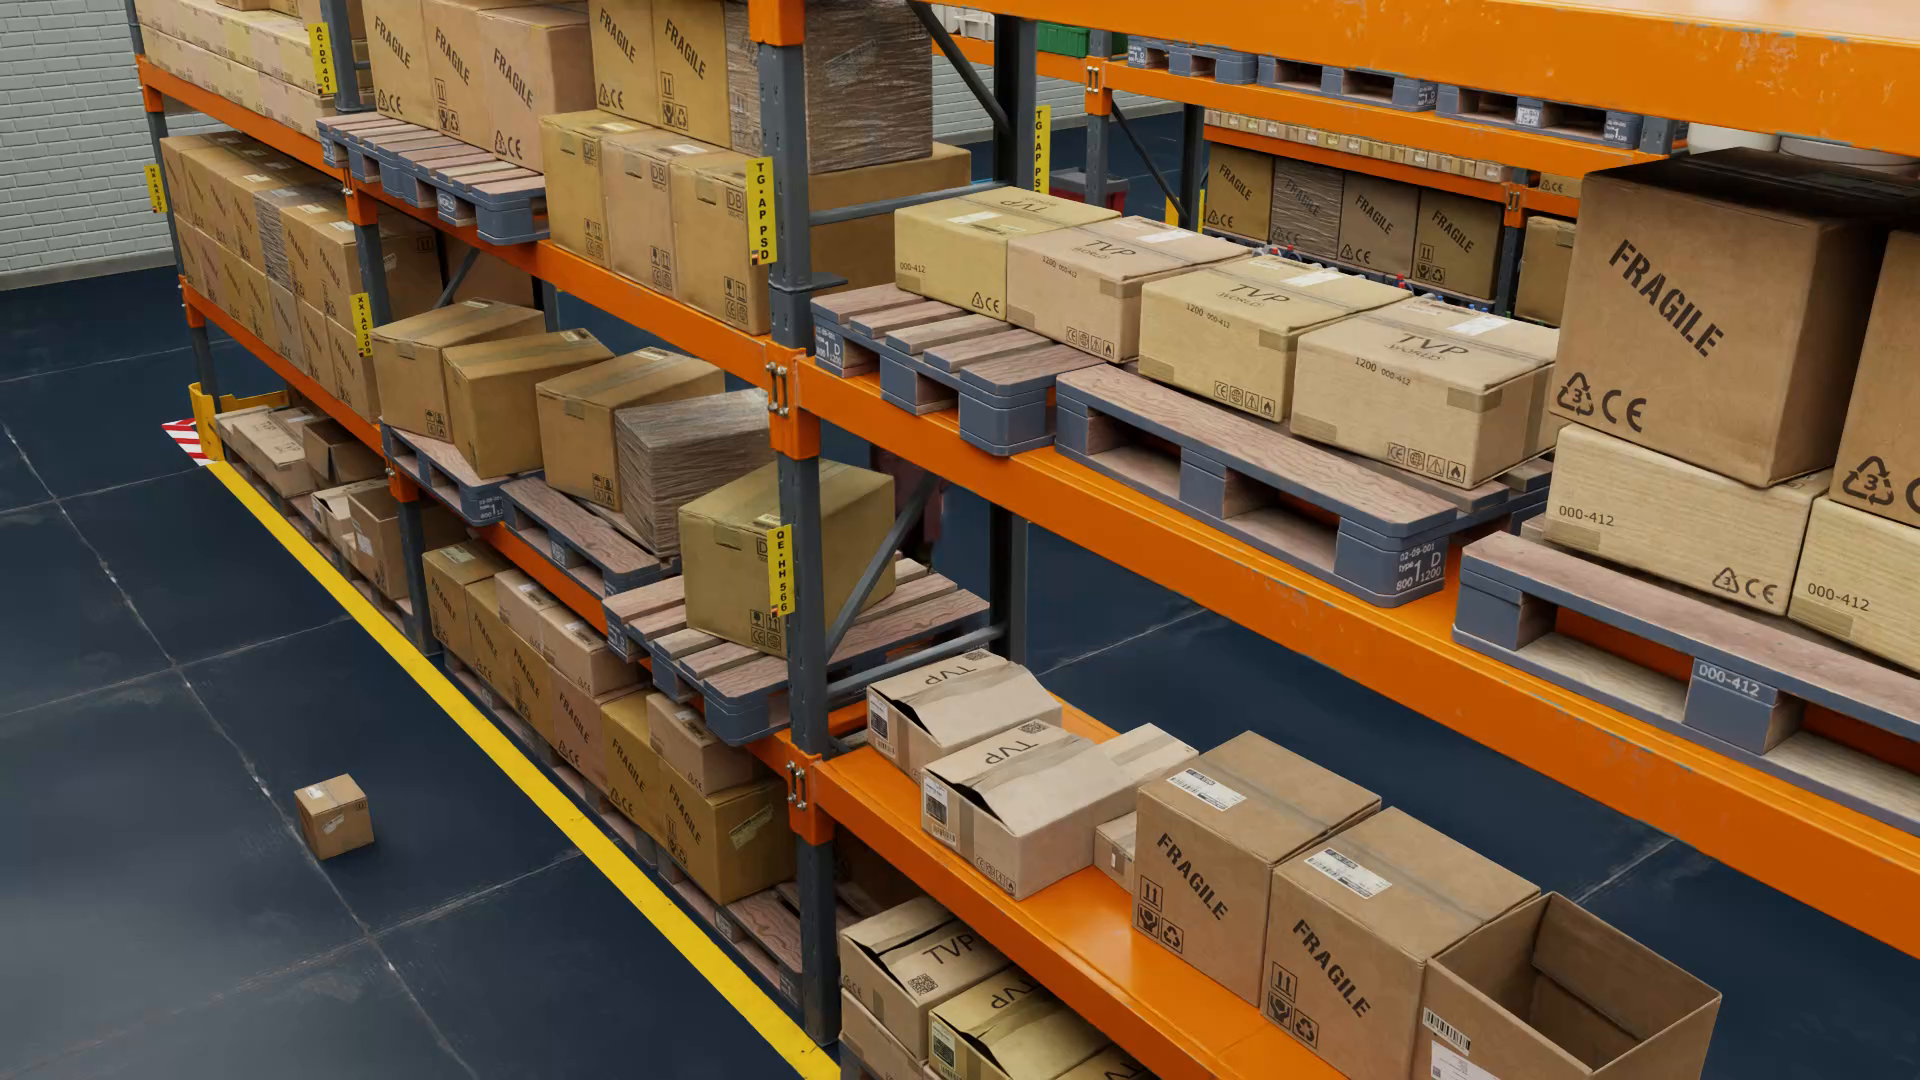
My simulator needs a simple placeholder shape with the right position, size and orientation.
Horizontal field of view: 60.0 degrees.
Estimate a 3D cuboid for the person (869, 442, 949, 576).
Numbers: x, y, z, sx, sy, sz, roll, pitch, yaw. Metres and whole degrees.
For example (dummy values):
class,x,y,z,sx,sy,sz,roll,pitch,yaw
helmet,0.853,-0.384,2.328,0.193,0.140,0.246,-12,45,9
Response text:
class,x,y,z,sx,sy,sz,roll,pitch,yaw
person,-0.287,-0.216,9.055,0.618,1.765,0.525,-22,32,-39
